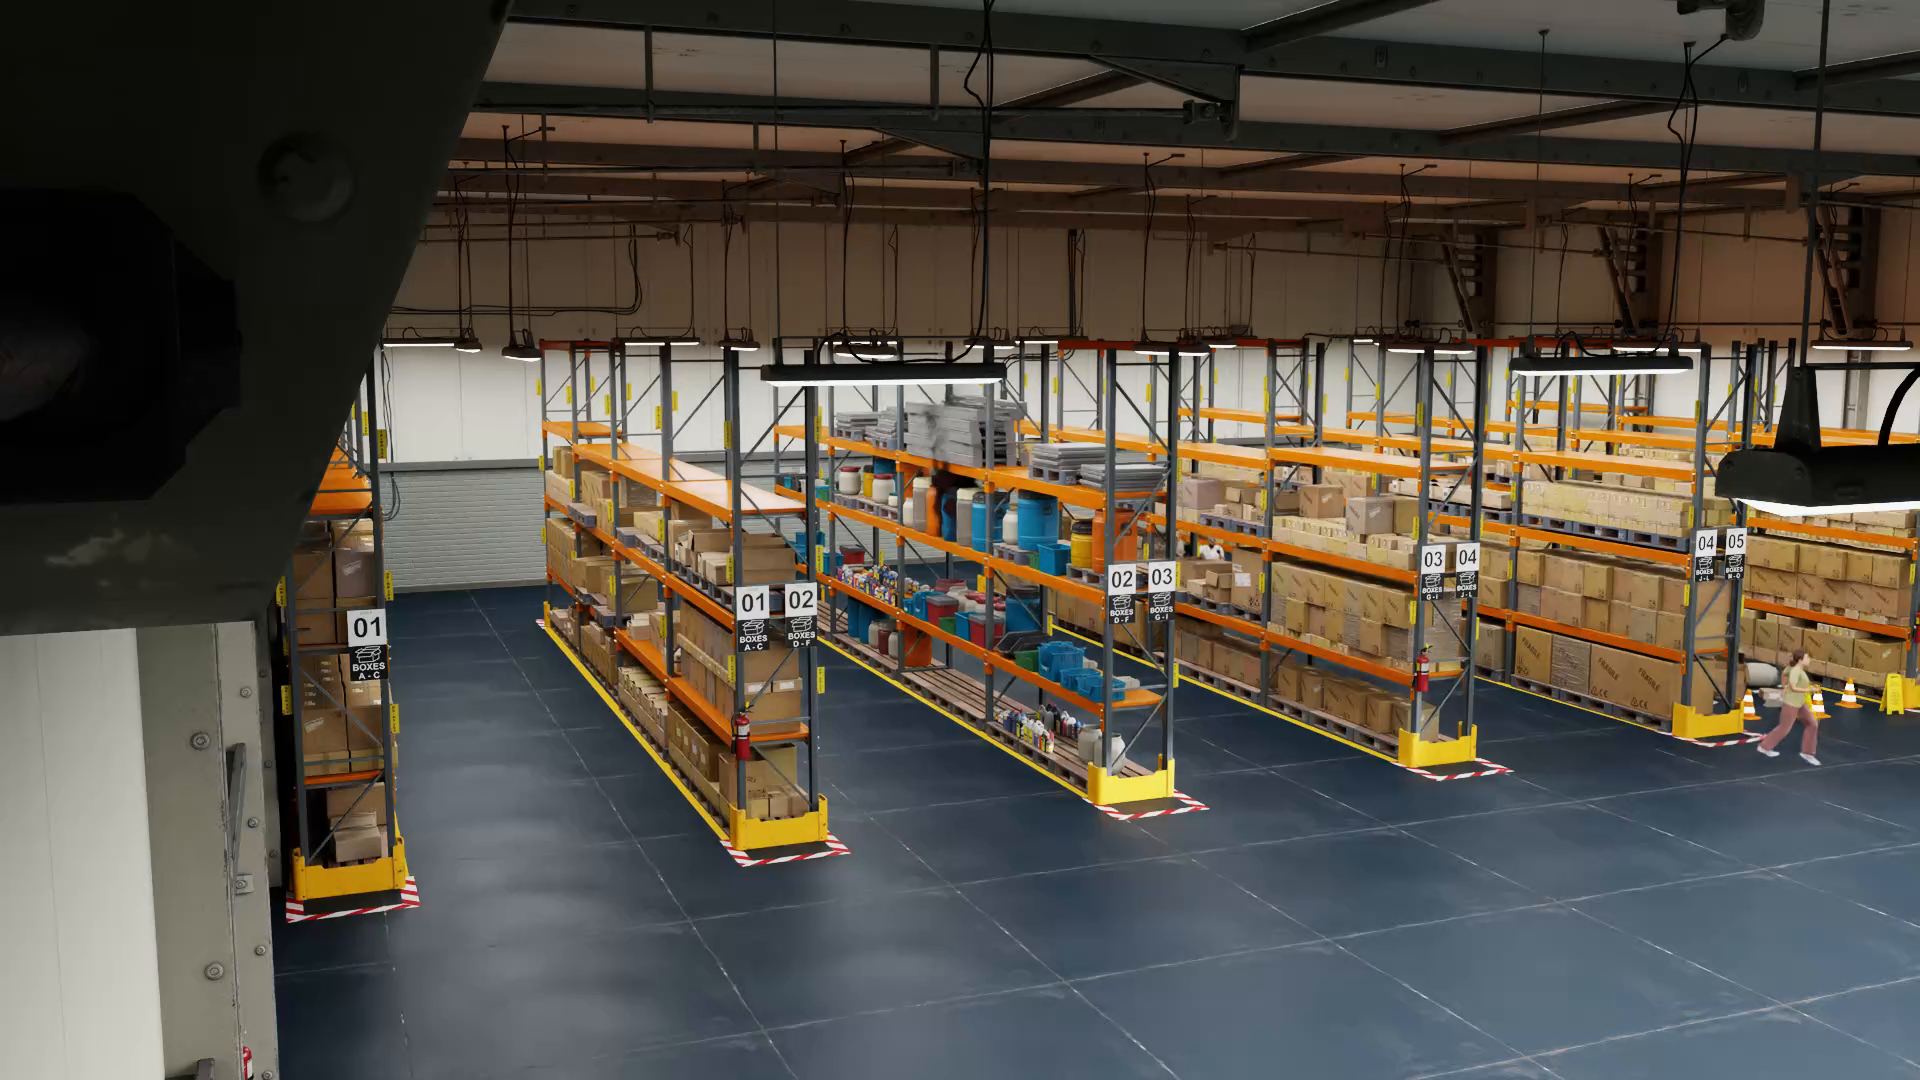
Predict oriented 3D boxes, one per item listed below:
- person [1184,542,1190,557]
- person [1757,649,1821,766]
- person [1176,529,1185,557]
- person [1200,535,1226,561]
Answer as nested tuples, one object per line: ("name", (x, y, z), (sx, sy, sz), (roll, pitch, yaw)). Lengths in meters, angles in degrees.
("person", (5.753, 0.116, 41.711), (0.766, 1.585, 0.540), (2, 8, 16))
("person", (11.982, 2.401, 23.975), (0.831, 1.693, 0.590), (5, 9, 36))
("person", (4.890, 0.570, 37.728), (0.560, 1.662, 0.967), (-3, 8, -24))
("person", (5.495, 0.730, 36.373), (0.646, 1.801, 0.913), (-2, 8, -16))
